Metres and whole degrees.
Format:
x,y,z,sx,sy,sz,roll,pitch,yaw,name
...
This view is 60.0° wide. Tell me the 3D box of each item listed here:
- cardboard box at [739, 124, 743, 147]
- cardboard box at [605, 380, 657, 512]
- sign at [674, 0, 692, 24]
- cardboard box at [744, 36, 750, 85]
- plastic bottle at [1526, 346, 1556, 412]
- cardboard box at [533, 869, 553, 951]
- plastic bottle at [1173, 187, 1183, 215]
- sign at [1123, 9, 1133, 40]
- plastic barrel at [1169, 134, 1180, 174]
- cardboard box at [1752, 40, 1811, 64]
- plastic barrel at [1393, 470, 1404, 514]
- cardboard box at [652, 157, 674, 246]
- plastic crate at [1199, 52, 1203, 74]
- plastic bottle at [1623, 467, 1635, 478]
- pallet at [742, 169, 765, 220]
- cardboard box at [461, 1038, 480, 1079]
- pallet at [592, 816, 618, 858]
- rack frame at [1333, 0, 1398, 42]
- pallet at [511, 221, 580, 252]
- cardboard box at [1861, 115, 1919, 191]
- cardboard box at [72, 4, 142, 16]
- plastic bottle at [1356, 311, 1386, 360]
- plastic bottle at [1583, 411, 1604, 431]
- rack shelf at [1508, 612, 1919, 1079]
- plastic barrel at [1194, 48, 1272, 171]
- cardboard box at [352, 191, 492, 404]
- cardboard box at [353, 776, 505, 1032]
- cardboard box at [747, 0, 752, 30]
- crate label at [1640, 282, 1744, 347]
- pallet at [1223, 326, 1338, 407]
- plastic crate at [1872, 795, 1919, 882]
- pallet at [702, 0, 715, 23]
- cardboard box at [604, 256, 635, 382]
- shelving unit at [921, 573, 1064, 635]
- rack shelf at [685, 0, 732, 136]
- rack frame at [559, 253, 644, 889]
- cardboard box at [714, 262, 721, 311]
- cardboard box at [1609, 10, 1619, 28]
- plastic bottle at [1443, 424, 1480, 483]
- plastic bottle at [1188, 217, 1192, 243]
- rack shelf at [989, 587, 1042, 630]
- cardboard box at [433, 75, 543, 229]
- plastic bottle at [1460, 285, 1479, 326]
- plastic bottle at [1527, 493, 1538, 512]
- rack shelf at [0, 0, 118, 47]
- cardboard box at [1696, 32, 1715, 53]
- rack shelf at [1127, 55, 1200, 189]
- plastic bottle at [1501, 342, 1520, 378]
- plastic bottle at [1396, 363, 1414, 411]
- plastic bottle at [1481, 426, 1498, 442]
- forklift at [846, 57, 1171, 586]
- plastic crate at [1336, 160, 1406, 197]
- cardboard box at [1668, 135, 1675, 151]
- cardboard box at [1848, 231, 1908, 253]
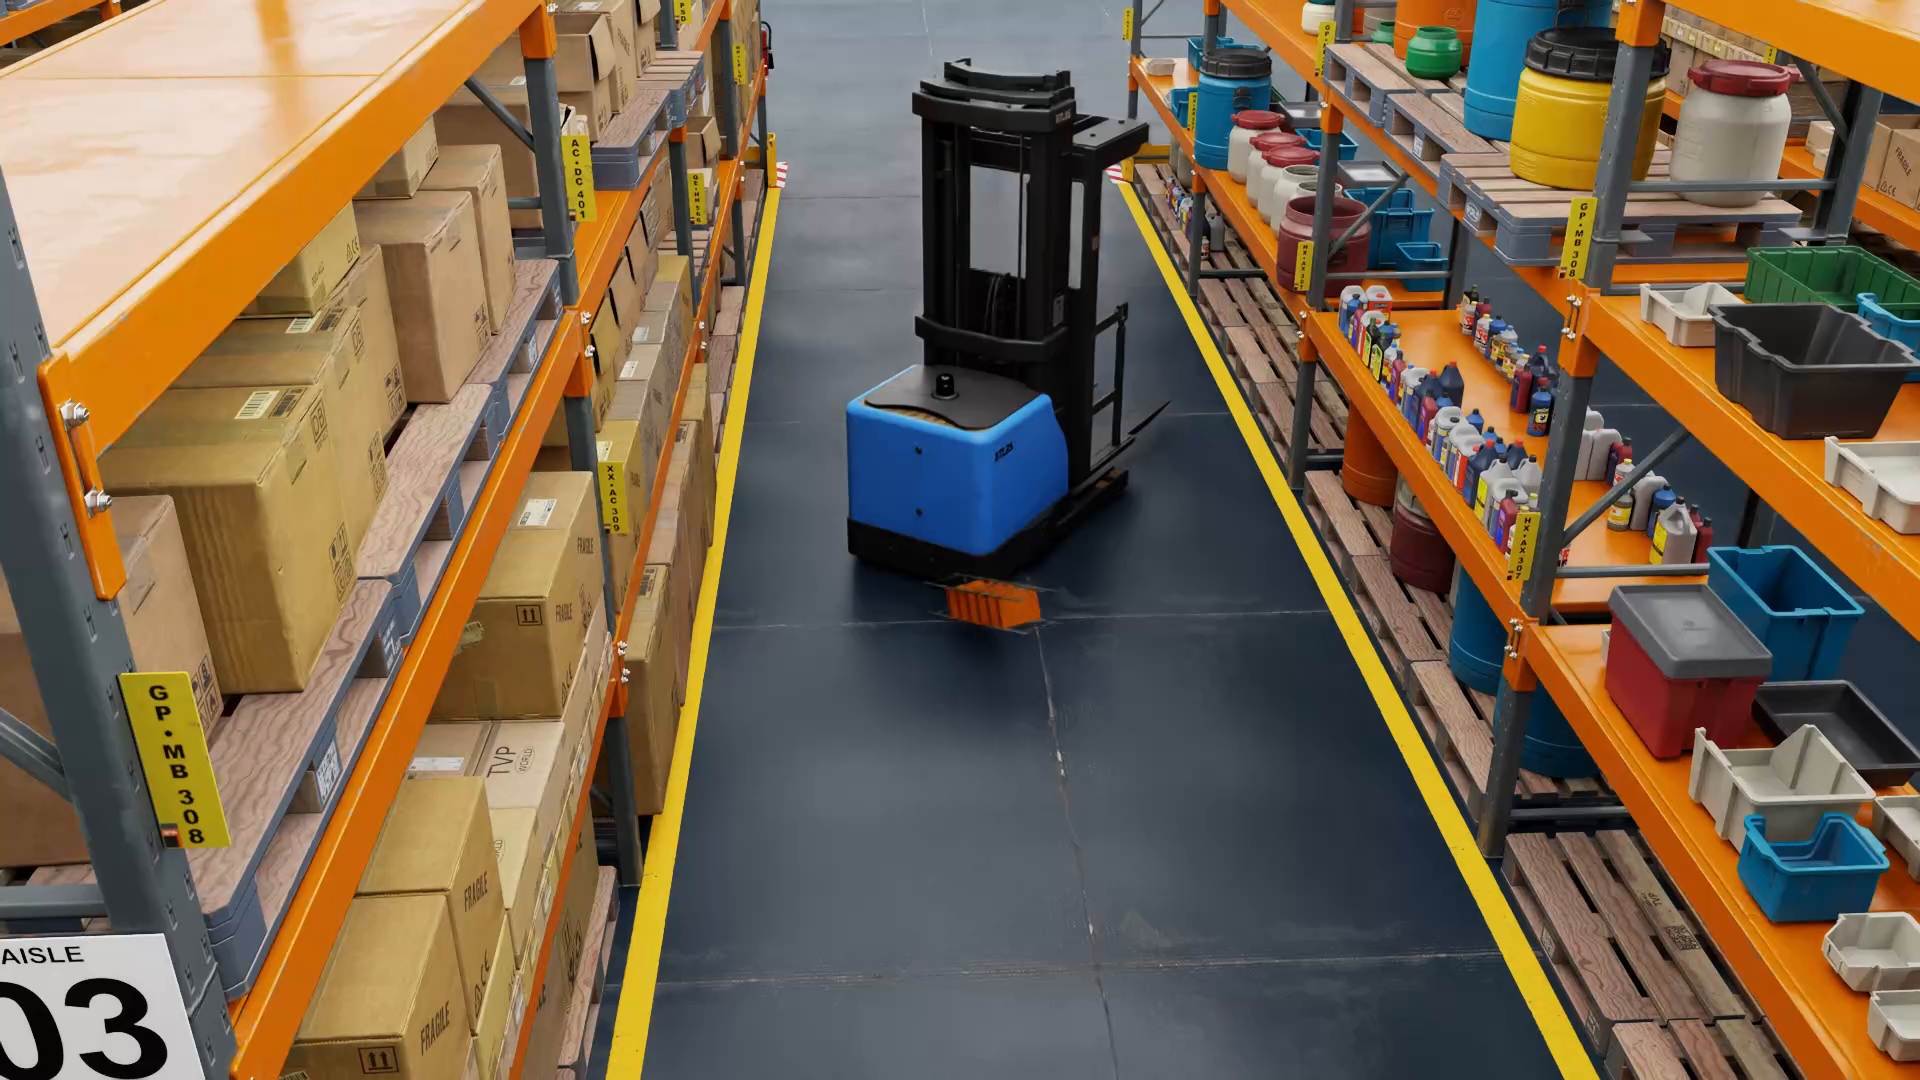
x,y,z,sx,sy,sz,roll,pitch,yaw,name
-2.103,-3.545,14.575,0.380,0.149,0.250,-1,28,-3,cardboard box
-1.802,-0.466,8.291,0.500,0.500,0.500,-2,28,-4,cardboard box
-1.629,-3.191,9.736,0.100,0.325,0.005,-1,28,-3,sign
-2.457,-4.512,15.727,0.875,0.500,0.500,-1,28,-3,cardboard box
3.236,-0.906,9.297,0.144,0.351,0.185,-1,28,-3,plastic bottle
-1.552,1.216,5.447,0.380,0.149,0.250,-1,28,-2,cardboard box
2.151,-3.337,16.379,0.097,0.271,0.097,0,28,0,plastic bottle
1.795,-5.513,17.776,0.100,0.325,0.005,-1,28,-3,sign
2.455,-4.182,17.761,0.421,0.512,0.421,0,28,0,plastic barrel
7.471,-4.496,14.616,0.700,0.500,0.500,-1,28,-2,cardboard box
2.924,-0.306,10.329,0.421,0.512,0.421,0,28,0,plastic barrel
-2.381,-2.321,11.395,0.700,0.500,0.500,3,28,5,cardboard box
2.698,-4.811,16.892,0.499,0.251,0.408,-1,28,-3,plastic crate
3.325,-0.262,8.224,0.097,0.201,0.097,0,28,0,plastic bottle
-2.590,-3.634,17.489,1.003,0.211,1.213,-1,28,-3,pallet
-1.555,1.574,4.329,0.500,0.250,0.500,-2,28,-3,cardboard box
-2.090,1.142,8.332,1.003,0.211,1.213,-1,28,-3,pallet
2.763,-4.367,9.391,1.000,3.000,0.127,-1,28,-3,rack frame
-2.072,-1.407,7.168,0.805,0.209,1.217,-2,28,-5,pallet
7.552,-3.118,13.376,0.500,0.500,0.500,1,28,1,cardboard box
-7.481,-4.329,14.476,0.875,0.550,0.550,-1,28,-3,cardboard box
2.486,-1.230,9.999,0.152,0.276,0.135,-1,28,-3,plastic bottle
3.267,-0.562,8.718,0.152,0.276,0.135,-1,28,-3,plastic bottle
3.076,1.383,5.632,1.077,0.370,4.000,-1,28,-3,rack shelf
2.271,-3.590,13.848,0.600,0.901,0.708,-1,28,-3,plastic barrel
-1.850,-0.736,5.004,0.700,0.500,0.500,0,28,0,cardboard box
-1.581,1.011,4.597,0.500,0.500,0.500,-2,28,-4,cardboard box
-2.270,-5.191,15.949,0.500,0.500,0.500,-1,28,-3,cardboard box
2.708,-0.840,6.157,0.293,0.136,0.466,-1,28,-3,crate label
2.700,-1.391,13.189,1.003,0.211,1.213,-1,28,-3,pallet
3.363,1.028,5.756,0.293,0.136,0.466,-1,28,-3,plastic crate
-2.409,-3.914,11.971,1.213,0.211,1.003,-1,28,-3,pallet
-2.089,-1.128,8.475,0.797,0.503,0.637,-1,28,-1,cardboard box
0.162,0.352,9.411,0.258,0.189,1.200,-15,10,-26,shelving unit
-2.288,-3.522,11.793,1.077,0.370,4.000,-1,28,-3,rack shelf
-1.975,0.260,7.007,1.000,3.000,0.127,-1,28,-3,rack frame
-2.382,-2.237,14.023,0.700,0.500,0.500,-3,28,-7,cardboard box
7.303,-5.347,17.651,0.700,0.500,0.500,-1,28,-3,cardboard box
2.576,-0.442,8.489,0.152,0.276,0.135,-1,28,-3,plastic bottle
2.222,-2.954,15.558,0.144,0.351,0.185,-3,28,-5,plastic bottle
0.307,0.371,9.131,0.258,0.180,0.103,-15,10,-26,rack shelf
-2.015,-1.568,6.707,0.700,0.500,0.500,-1,28,-1,cardboard box
3.210,-1.478,10.467,0.061,0.283,0.133,-1,28,-3,plastic bottle
2.733,-0.126,7.962,0.097,0.201,0.097,0,28,0,plastic bottle
-7.247,-3.449,11.653,1.077,0.370,4.000,-1,28,-3,rack shelf
7.208,-4.711,15.728,0.380,0.149,0.250,-1,28,-1,cardboard box
2.449,-4.159,16.258,1.077,0.370,4.000,-1,28,-3,rack shelf
3.235,-1.057,9.748,0.097,0.201,0.097,0,28,0,plastic bottle
2.501,-0.854,9.284,0.097,0.271,0.097,0,28,0,plastic bottle
2.699,-0.452,8.512,0.097,0.271,0.097,0,28,0,plastic bottle
0.490,-1.635,10.716,1.130,2.935,3.031,16,31,27,forklift
2.984,-2.489,12.209,0.402,0.464,0.583,-1,28,-3,plastic crate
7.214,-3.642,16.198,0.500,0.500,0.500,-1,28,-3,cardboard box
7.841,-2.467,14.150,0.500,0.311,0.500,-1,28,-1,cardboard box
